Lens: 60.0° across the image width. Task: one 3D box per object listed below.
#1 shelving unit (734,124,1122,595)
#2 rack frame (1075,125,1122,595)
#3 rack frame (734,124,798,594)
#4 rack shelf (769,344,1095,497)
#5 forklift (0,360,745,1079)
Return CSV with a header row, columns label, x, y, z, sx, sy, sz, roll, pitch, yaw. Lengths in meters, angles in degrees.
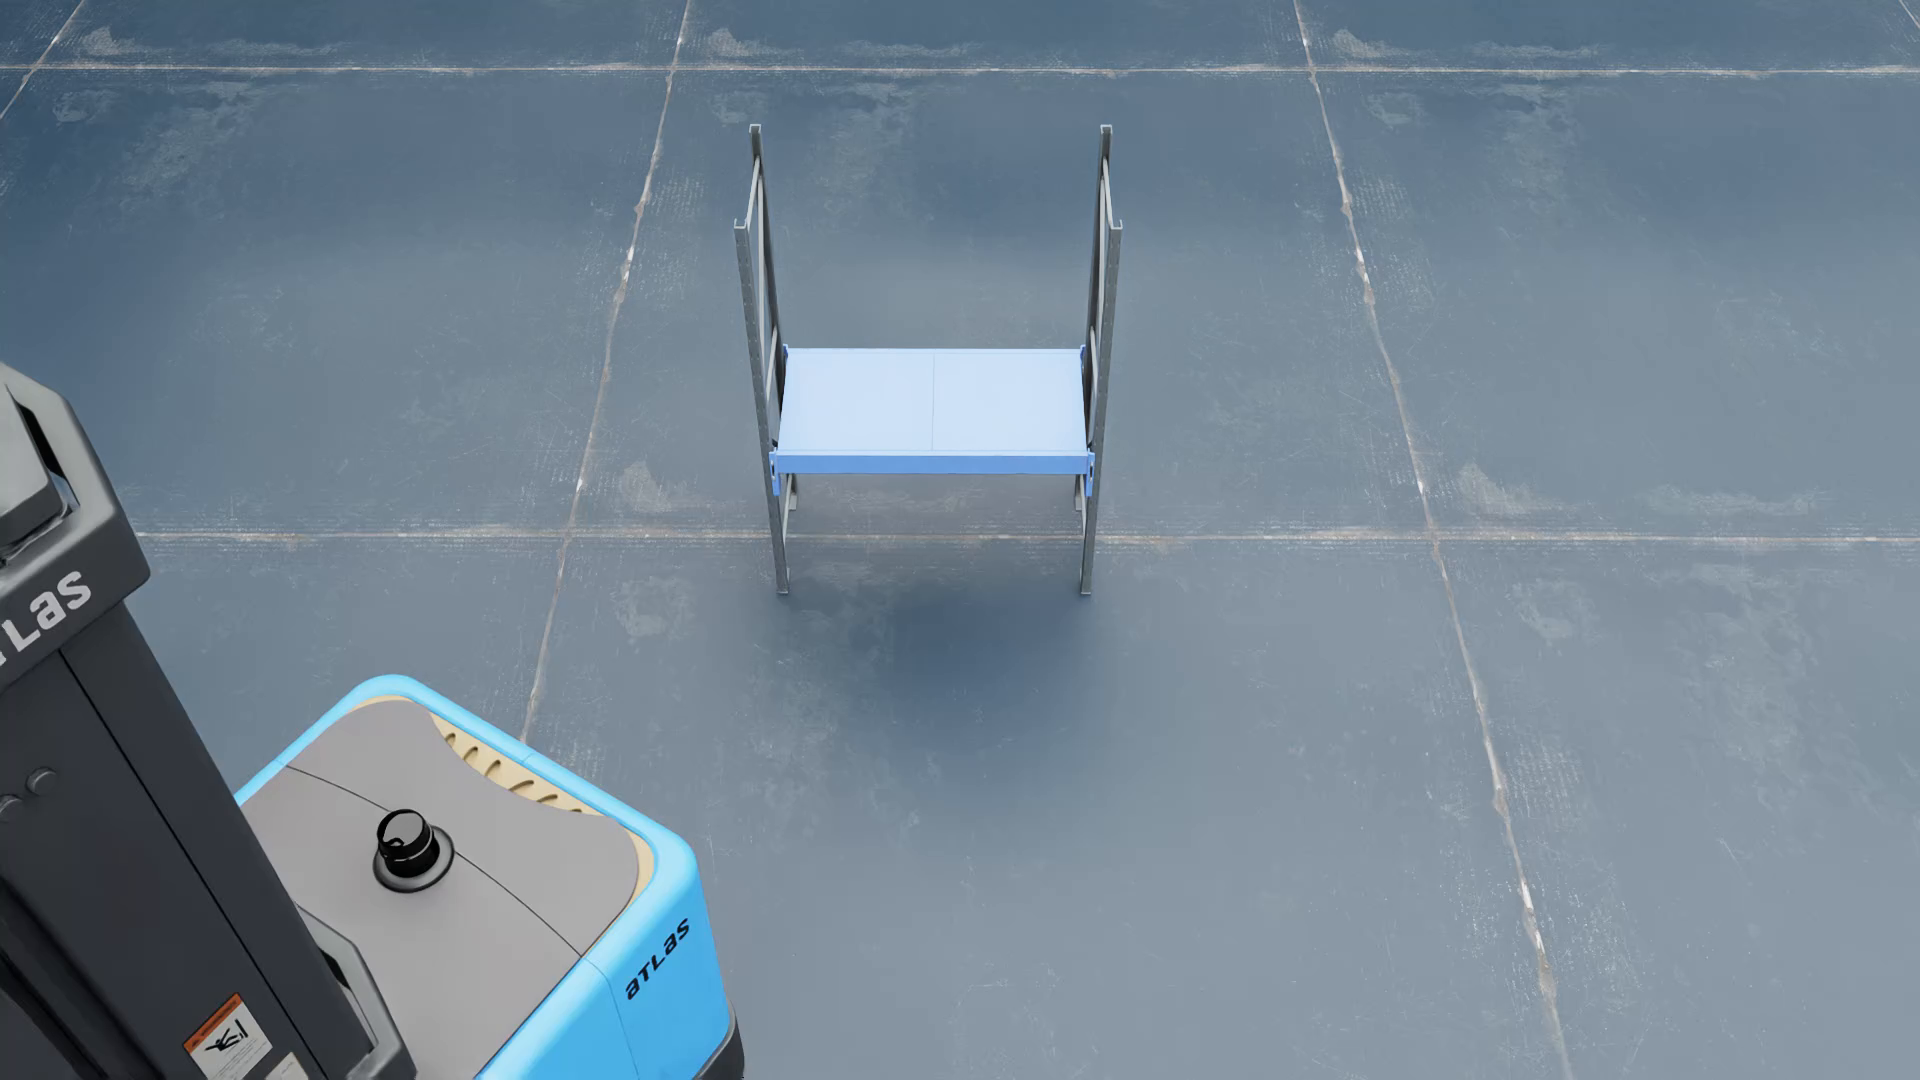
label,x,y,z,sx,sy,sz,roll,pitch,yaw
shelving unit,-0.085,-0.511,5.201,1.048,1.500,0.538,0,47,0
rack frame,0.423,-0.510,5.200,0.032,1.500,0.500,0,47,0
rack frame,-0.594,-0.513,5.203,0.032,1.500,0.500,0,47,0
rack shelf,-0.085,-0.389,5.333,1.000,0.185,0.538,0,47,0
forklift,-1.785,1.131,2.694,1.130,2.935,3.031,25,52,22
